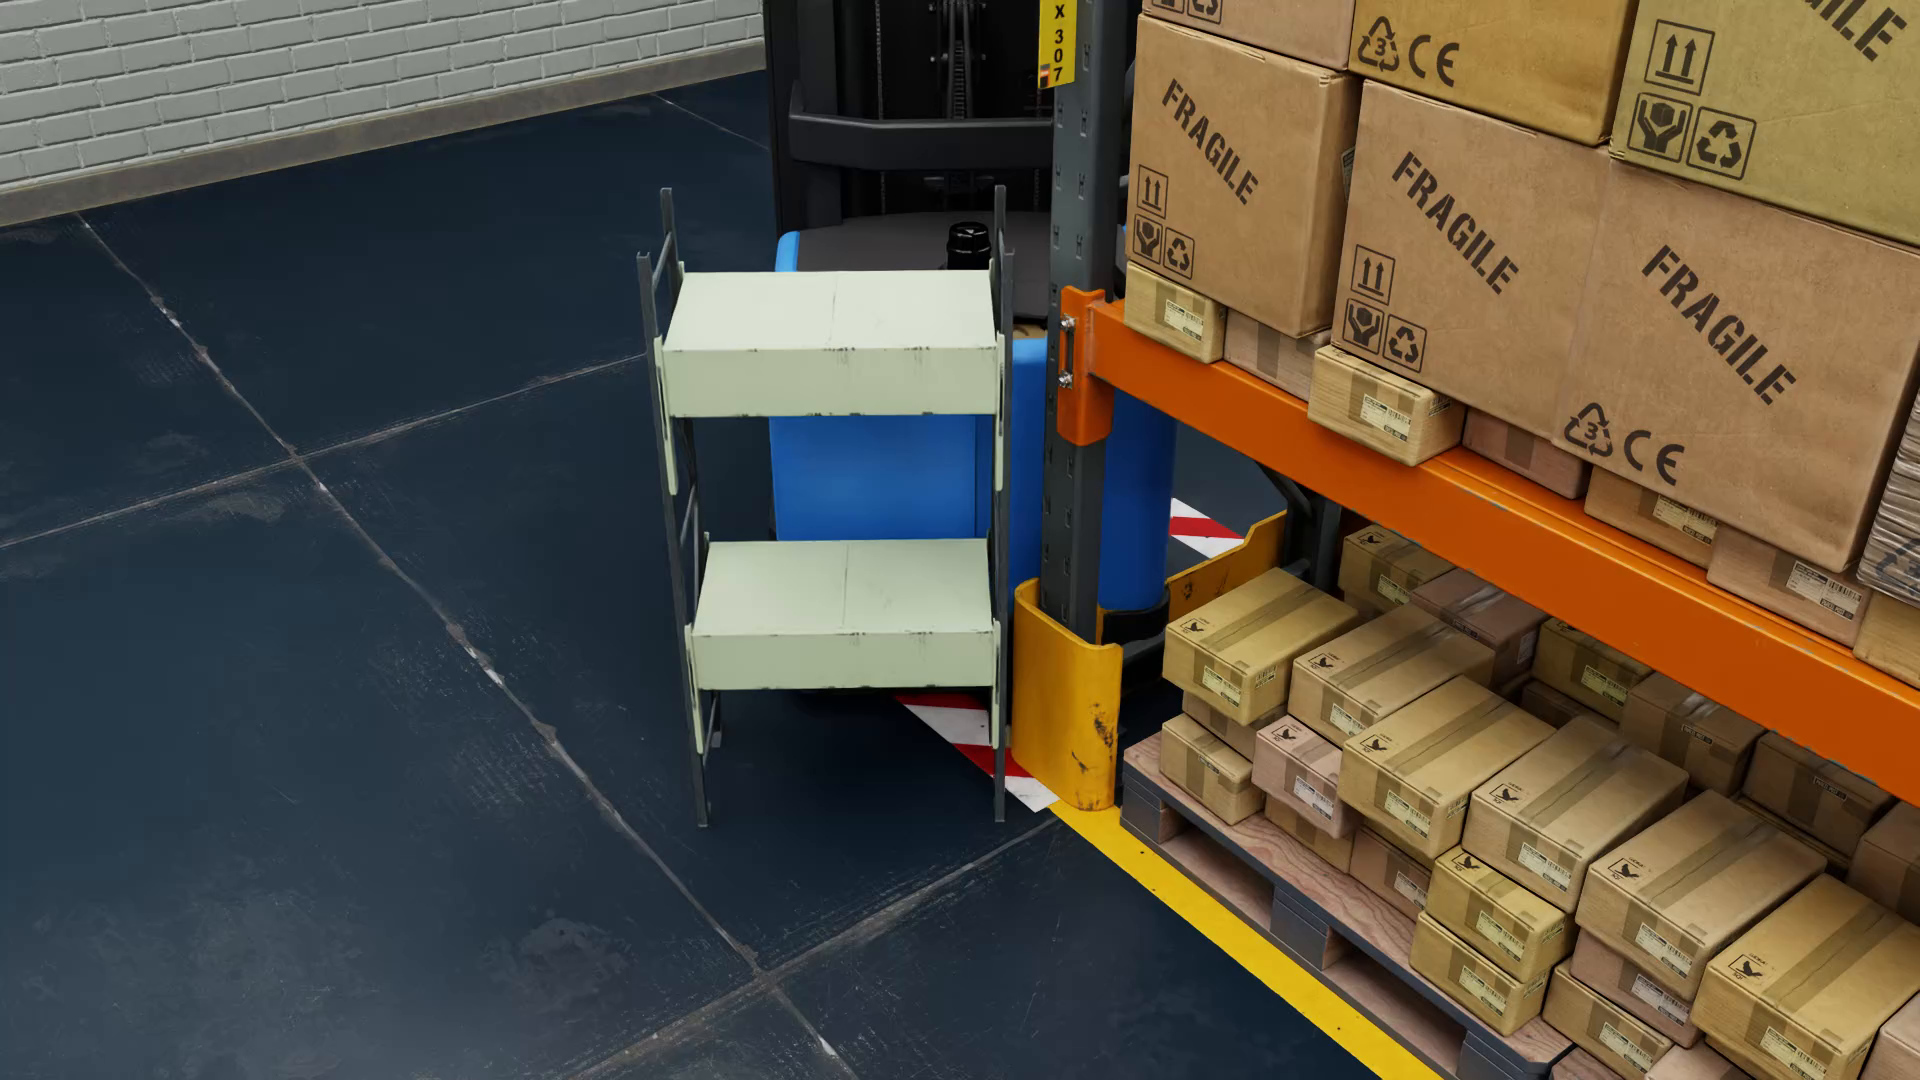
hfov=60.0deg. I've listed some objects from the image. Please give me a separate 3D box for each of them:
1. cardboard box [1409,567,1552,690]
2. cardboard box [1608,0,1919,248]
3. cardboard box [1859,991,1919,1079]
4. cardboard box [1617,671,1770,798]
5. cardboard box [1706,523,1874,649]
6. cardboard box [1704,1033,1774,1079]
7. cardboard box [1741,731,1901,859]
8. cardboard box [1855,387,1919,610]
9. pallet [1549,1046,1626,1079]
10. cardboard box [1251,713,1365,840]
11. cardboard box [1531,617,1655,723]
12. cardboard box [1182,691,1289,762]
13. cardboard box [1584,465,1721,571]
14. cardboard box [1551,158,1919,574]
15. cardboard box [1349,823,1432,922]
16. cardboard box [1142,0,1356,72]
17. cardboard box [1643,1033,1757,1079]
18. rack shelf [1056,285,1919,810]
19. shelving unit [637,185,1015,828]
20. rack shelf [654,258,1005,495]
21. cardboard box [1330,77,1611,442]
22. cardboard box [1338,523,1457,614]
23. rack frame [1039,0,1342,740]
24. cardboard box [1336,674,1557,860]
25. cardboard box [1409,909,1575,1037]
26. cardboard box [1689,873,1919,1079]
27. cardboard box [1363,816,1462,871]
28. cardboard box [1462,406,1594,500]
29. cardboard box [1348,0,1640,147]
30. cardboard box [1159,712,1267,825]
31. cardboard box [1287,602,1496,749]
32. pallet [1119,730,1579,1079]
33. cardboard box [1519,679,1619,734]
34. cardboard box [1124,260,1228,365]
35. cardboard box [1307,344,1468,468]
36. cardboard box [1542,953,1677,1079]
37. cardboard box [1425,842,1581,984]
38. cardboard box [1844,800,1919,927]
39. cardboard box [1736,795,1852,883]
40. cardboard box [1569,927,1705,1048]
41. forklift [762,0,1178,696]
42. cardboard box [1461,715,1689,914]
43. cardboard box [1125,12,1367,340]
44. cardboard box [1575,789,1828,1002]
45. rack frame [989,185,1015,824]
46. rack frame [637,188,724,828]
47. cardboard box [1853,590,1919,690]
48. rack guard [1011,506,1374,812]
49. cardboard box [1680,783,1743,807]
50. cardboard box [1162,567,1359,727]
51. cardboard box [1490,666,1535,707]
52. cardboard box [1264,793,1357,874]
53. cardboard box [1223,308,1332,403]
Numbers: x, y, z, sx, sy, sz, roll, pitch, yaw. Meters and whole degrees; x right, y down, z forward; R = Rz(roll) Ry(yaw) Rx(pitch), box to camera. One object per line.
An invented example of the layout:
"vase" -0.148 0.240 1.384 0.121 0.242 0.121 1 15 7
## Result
"cardboard box" 1.261 0.169 3.875 0.380 0.149 0.250 -21 38 -30
"cardboard box" 1.309 -0.761 2.308 0.500 0.500 0.500 -23 39 -32
"cardboard box" 1.733 0.851 2.776 0.380 0.149 0.250 -22 38 -31
"cardboard box" 1.629 0.364 3.561 0.380 0.149 0.250 -24 39 -33
"cardboard box" 1.422 -0.006 2.655 0.380 0.149 0.250 -23 39 -32
"cardboard box" 1.598 0.862 3.041 0.380 0.149 0.250 -20 37 -29
"cardboard box" 1.837 0.458 3.409 0.380 0.149 0.250 -21 37 -30
"cardboard box" 1.641 -0.132 2.242 0.500 0.500 0.500 -23 39 -33
"pallet" 1.888 1.202 3.115 1.003 0.211 1.213 -22 38 -31
"cardboard box" 0.869 0.467 3.677 0.380 0.149 0.250 -22 38 -32
"cardboard box" 1.520 0.236 3.767 0.380 0.149 0.250 -23 39 -32
"cardboard box" 0.746 0.335 3.890 0.380 0.149 0.250 -21 37 -29
"cardboard box" 1.293 -0.118 2.835 0.380 0.149 0.250 -23 38 -32
"cardboard box" 1.323 -0.342 2.581 0.500 0.500 0.500 -22 38 -31
"cardboard box" 1.079 0.666 3.639 0.380 0.149 0.250 -22 38 -31
"cardboard box" 0.693 -1.193 3.004 0.500 0.500 0.500 -23 38 -32
"cardboard box" 1.465 1.015 3.077 0.380 0.149 0.250 -24 39 -34
"rack shelf" 1.854 0.266 2.660 1.077 0.370 4.000 -22 38 -31
"shelving unit" -0.273 -0.036 3.886 0.755 1.500 0.431 -1 32 -1
"rack shelf" -0.273 -0.367 3.680 0.720 0.370 0.431 -1 32 -1
"cardboard box" 1.033 -0.550 2.916 0.500 0.500 0.500 -22 38 -31
"cardboard box" 1.152 0.046 4.073 0.380 0.149 0.250 -22 38 -31
"rack frame" 0.627 -0.873 3.812 1.000 3.000 0.127 -22 38 -31
"cardboard box" 0.998 0.458 3.410 0.380 0.149 0.250 -22 38 -32
"cardboard box" 1.149 0.808 3.411 0.380 0.149 0.250 -22 38 -31
"cardboard box" 1.503 0.777 2.895 0.380 0.149 0.250 -22 38 -31
"cardboard box" 1.089 0.541 3.559 0.380 0.149 0.250 -22 38 -31
"cardboard box" 1.146 -0.239 3.030 0.380 0.149 0.250 -20 37 -29
"cardboard box" 1.007 -0.985 2.669 0.500 0.500 0.500 -21 38 -30
"cardboard box" 0.696 0.482 3.935 0.380 0.149 0.250 -21 38 -30
"cardboard box" 0.944 0.311 3.646 0.380 0.149 0.250 -22 38 -31
"pallet" 1.144 0.693 3.933 1.003 0.211 1.213 -22 38 -31
"cardboard box" 1.496 0.377 3.822 0.380 0.149 0.250 -24 39 -33
"cardboard box" 0.567 -0.525 3.490 0.380 0.149 0.250 -23 38 -32
"cardboard box" 0.878 -0.303 3.133 0.380 0.149 0.250 -23 39 -33
"cardboard box" 1.380 0.883 3.289 0.380 0.149 0.250 -22 38 -31
"cardboard box" 1.161 0.683 3.330 0.380 0.149 0.250 -21 38 -30
"cardboard box" 1.911 0.604 3.175 0.380 0.149 0.250 -24 39 -33
"cardboard box" 1.824 0.589 3.481 0.380 0.149 0.250 -22 38 -31
"cardboard box" 1.399 0.763 3.201 0.380 0.149 0.250 -24 39 -34
"forklift" -0.029 -1.548 5.025 1.129 2.867 3.031 -1 32 -2
"cardboard box" 1.215 0.534 3.287 0.380 0.149 0.250 -24 39 -34
"cardboard box" 0.684 -0.765 3.262 0.500 0.500 0.500 -20 37 -29
"cardboard box" 1.378 0.653 3.096 0.380 0.149 0.250 -21 37 -30
"rack frame" 0.093 -0.040 3.893 0.023 1.500 0.400 -1 32 -1
"rack frame" -0.638 -0.031 3.878 0.023 1.500 0.400 -1 32 -1
"cardboard box" 1.564 0.109 2.470 0.380 0.149 0.250 -21 37 -30
"rack guard" 0.674 0.221 4.421 1.175 0.500 0.348 -22 38 -31
"cardboard box" 1.580 0.522 3.588 0.380 0.149 0.250 -23 38 -32
"cardboard box" 0.680 0.235 3.768 0.380 0.149 0.250 -24 39 -33
"cardboard box" 1.294 0.287 3.966 0.380 0.149 0.250 -23 39 -32
"cardboard box" 0.921 0.564 3.802 0.380 0.149 0.250 -22 38 -32
"cardboard box" 0.756 -0.432 3.341 0.380 0.149 0.250 -21 37 -30
